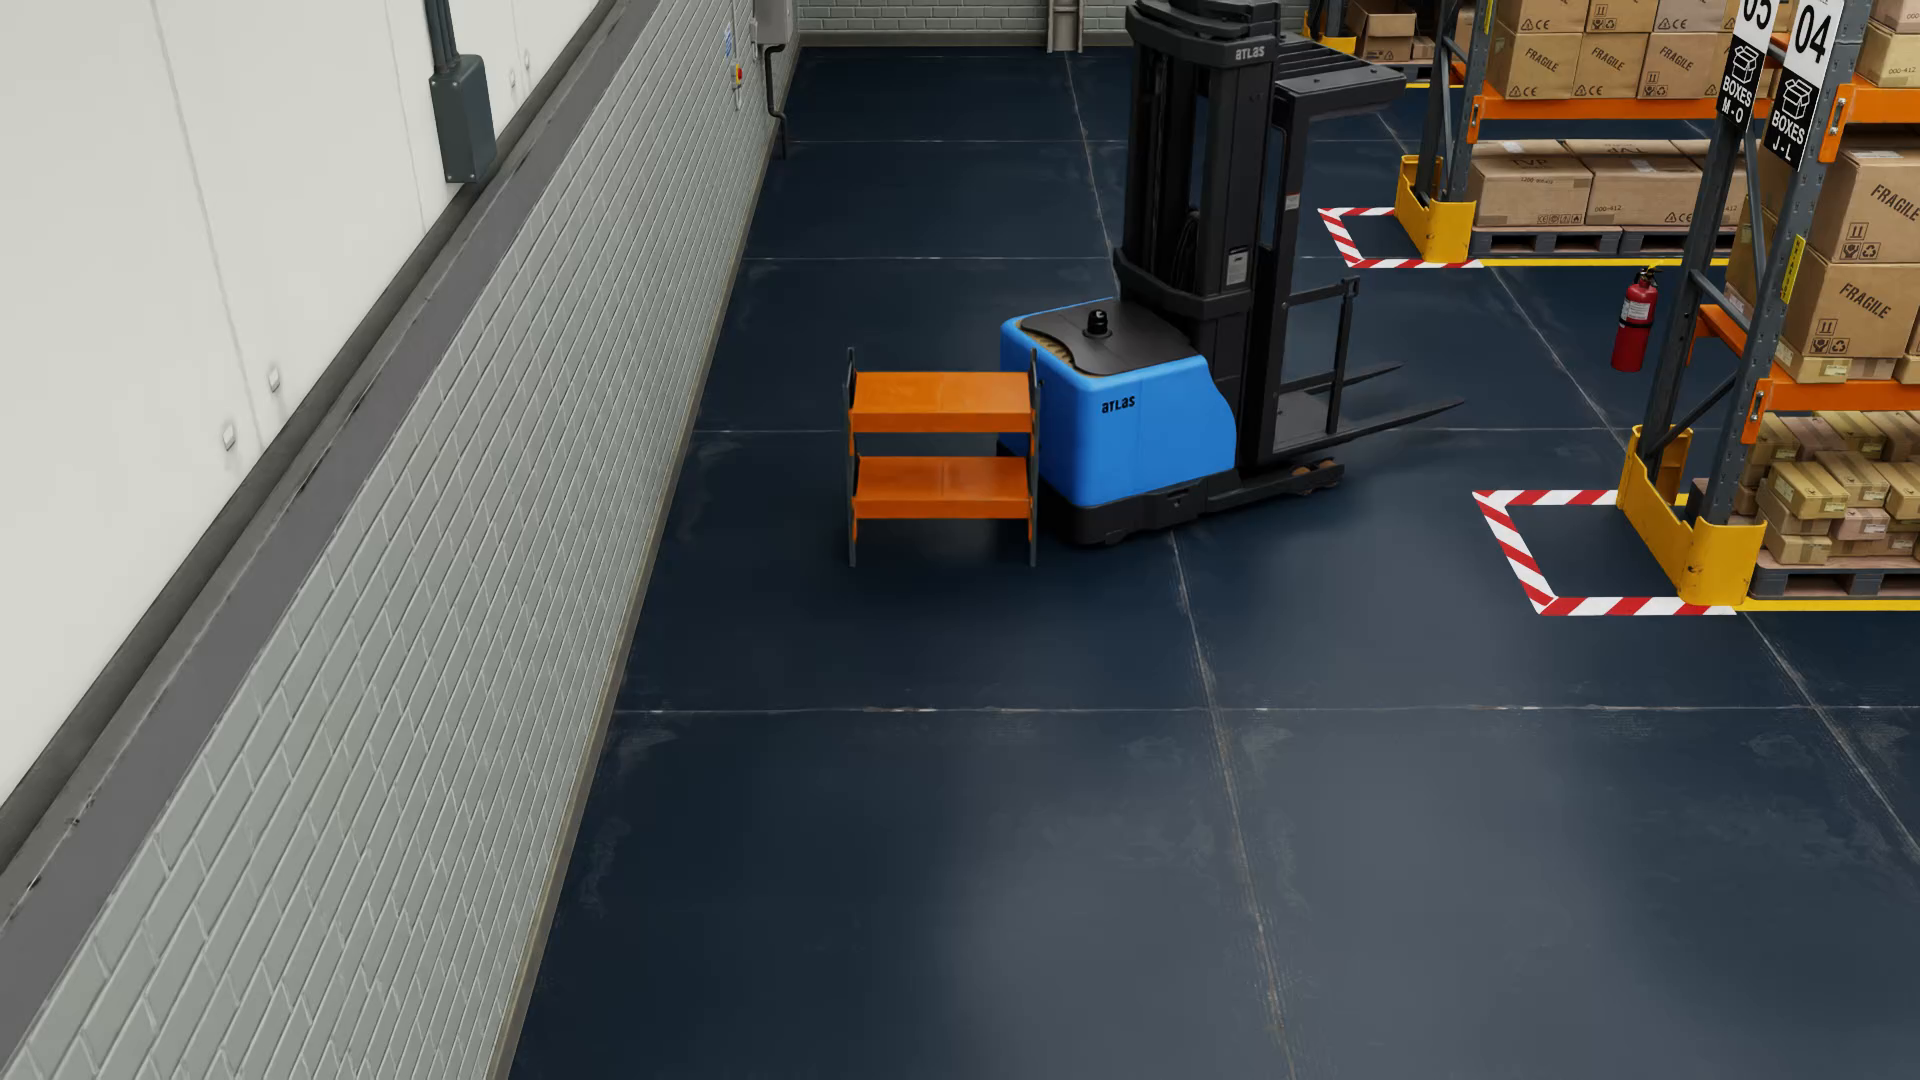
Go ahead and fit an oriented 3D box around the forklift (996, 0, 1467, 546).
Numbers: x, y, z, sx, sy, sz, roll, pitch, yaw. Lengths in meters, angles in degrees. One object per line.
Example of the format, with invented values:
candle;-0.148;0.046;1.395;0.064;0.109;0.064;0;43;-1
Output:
forklift;1.767;-1.751;9.700;3.031;2.935;1.130;-15;34;-23

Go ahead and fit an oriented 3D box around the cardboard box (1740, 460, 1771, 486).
cardboard box;4.567;-0.466;9.572;0.250;0.149;0.380;-1;31;-2

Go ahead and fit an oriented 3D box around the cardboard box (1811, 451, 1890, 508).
cardboard box;4.842;-0.332;9.065;0.250;0.149;0.380;0;31;1

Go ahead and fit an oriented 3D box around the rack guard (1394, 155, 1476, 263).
rack guard;3.886;-2.727;13.652;0.348;0.500;1.175;0;31;0

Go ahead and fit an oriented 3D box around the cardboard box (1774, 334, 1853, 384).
cardboard box;4.366;-0.952;8.559;0.250;0.149;0.380;0;31;-1

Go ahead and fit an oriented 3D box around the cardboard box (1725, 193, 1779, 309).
cardboard box;4.488;-1.533;8.891;0.500;0.500;0.500;0;31;1

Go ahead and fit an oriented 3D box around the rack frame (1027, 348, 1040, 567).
rack frame;0.410;-0.458;9.309;0.032;1.125;0.500;0;31;0

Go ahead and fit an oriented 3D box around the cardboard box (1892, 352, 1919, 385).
cardboard box;4.890;-0.947;8.551;0.250;0.149;0.380;-1;31;-2

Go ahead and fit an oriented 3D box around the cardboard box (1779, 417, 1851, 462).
cardboard box;4.820;-0.548;9.420;0.250;0.149;0.380;0;31;1

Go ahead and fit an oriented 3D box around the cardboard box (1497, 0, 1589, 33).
cardboard box;4.391;-4.120;12.477;0.500;0.500;0.500;-1;31;-1

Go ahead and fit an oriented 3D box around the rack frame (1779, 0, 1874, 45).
rack frame;4.041;-3.793;7.216;0.127;3.000;1.000;0;31;0

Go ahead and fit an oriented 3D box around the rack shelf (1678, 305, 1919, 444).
rack shelf;6.041;-0.927;8.969;4.000;0.370;1.077;0;31;0

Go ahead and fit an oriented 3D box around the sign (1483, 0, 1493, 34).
sign;3.907;-3.912;12.284;0.005;0.325;0.100;0;31;0

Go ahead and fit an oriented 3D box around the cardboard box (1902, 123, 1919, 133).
cardboard box;5.003;-1.958;8.627;0.500;0.500;0.500;-1;31;-2

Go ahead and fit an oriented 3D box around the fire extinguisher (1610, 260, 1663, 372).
fire extinguisher;3.786;-1.274;9.282;0.183;0.674;0.296;0;31;0

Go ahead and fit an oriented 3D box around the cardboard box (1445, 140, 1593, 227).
cardboard box;4.569;-2.934;13.648;0.875;0.438;0.875;-1;31;-2

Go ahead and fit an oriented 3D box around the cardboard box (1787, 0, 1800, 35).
cardboard box;4.494;-2.585;8.261;0.500;0.250;0.500;-1;31;-1

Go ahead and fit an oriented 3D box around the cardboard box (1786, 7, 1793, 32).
cardboard box;6.423;-4.130;12.494;0.500;0.500;0.500;0;31;0

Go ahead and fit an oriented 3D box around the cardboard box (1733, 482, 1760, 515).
cardboard box;4.566;-0.299;9.584;0.250;0.149;0.380;0;31;1

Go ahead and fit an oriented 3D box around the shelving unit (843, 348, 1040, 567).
shelving unit;-0.098;-0.458;9.309;1.048;1.125;0.538;0;31;0

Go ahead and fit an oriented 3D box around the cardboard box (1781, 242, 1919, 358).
cardboard box;4.491;-1.256;8.435;0.500;0.500;0.500;1;31;2

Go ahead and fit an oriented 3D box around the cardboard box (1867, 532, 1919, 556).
cardboard box;5.076;-0.072;9.210;0.250;0.149;0.380;0;31;0

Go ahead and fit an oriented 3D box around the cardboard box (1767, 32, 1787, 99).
cardboard box;6.430;-3.703;12.755;0.500;0.500;0.500;-1;31;-1

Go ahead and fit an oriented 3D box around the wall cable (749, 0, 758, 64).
wall cable;-1.749;-4.936;13.903;0.122;1.984;0.588;0;31;0

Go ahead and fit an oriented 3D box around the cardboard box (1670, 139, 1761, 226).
cardboard box;6.386;-2.943;13.663;0.875;0.438;0.875;-1;31;-2

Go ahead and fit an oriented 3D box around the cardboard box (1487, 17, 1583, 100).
cardboard box;4.391;-3.691;12.734;0.500;0.500;0.500;0;31;-1

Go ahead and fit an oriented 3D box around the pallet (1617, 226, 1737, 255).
pallet;5.926;-2.649;13.802;1.213;0.211;1.003;0;31;0

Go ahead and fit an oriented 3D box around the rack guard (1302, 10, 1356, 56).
rack guard;3.952;-5.302;17.896;0.348;0.500;1.175;0;31;0

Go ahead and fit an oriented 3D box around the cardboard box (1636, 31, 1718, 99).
cardboard box;5.406;-3.699;12.748;0.500;0.500;0.500;0;31;-1

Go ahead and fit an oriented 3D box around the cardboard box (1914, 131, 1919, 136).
cardboard box;4.996;-1.694;8.193;0.500;0.500;0.500;1;31;1

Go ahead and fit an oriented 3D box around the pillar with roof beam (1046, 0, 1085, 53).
pillar with roof beam;1.200;-7.161;12.767;0.400;9.000;9.100;0;31;0

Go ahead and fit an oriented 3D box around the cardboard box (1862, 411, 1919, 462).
cardboard box;5.338;-0.582;9.477;0.250;0.149;0.380;-1;31;-2

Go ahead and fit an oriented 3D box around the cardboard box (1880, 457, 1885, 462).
cardboard box;5.356;-0.416;9.490;0.250;0.149;0.380;-1;31;-1

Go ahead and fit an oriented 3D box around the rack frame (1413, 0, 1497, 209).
rack frame;3.910;-3.796;13.003;0.127;3.000;1.000;0;31;0

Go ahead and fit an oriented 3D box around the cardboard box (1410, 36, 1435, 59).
cardboard box;4.913;-5.265;17.769;0.250;0.149;0.380;-1;31;-2

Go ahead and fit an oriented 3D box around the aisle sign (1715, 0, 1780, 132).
aisle sign;3.966;-2.495;8.354;0.004;0.787;0.394;0;31;0

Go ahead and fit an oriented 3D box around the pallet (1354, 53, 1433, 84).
pallet;4.749;-5.181;17.976;1.213;0.211;1.003;0;31;0

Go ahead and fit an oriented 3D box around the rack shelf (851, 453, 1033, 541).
rack shelf;-0.098;-0.249;9.436;1.000;0.278;0.538;0;31;0

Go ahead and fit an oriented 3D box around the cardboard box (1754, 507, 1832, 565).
cardboard box;4.566;-0.025;9.132;0.250;0.149;0.380;0;31;1

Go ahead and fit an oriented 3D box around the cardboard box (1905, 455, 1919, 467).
cardboard box;5.342;-0.310;9.029;0.250;0.149;0.380;-2;31;-3

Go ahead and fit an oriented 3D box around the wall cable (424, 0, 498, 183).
wall cable;-1.706;-4.366;5.058;0.120;5.999;2.277;0;31;0

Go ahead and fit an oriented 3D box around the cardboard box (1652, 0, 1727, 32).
cardboard box;5.423;-4.131;12.495;0.500;0.500;0.500;0;31;-1

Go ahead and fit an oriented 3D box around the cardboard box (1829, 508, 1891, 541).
cardboard box;4.840;-0.156;9.062;0.250;0.149;0.380;0;31;-1
